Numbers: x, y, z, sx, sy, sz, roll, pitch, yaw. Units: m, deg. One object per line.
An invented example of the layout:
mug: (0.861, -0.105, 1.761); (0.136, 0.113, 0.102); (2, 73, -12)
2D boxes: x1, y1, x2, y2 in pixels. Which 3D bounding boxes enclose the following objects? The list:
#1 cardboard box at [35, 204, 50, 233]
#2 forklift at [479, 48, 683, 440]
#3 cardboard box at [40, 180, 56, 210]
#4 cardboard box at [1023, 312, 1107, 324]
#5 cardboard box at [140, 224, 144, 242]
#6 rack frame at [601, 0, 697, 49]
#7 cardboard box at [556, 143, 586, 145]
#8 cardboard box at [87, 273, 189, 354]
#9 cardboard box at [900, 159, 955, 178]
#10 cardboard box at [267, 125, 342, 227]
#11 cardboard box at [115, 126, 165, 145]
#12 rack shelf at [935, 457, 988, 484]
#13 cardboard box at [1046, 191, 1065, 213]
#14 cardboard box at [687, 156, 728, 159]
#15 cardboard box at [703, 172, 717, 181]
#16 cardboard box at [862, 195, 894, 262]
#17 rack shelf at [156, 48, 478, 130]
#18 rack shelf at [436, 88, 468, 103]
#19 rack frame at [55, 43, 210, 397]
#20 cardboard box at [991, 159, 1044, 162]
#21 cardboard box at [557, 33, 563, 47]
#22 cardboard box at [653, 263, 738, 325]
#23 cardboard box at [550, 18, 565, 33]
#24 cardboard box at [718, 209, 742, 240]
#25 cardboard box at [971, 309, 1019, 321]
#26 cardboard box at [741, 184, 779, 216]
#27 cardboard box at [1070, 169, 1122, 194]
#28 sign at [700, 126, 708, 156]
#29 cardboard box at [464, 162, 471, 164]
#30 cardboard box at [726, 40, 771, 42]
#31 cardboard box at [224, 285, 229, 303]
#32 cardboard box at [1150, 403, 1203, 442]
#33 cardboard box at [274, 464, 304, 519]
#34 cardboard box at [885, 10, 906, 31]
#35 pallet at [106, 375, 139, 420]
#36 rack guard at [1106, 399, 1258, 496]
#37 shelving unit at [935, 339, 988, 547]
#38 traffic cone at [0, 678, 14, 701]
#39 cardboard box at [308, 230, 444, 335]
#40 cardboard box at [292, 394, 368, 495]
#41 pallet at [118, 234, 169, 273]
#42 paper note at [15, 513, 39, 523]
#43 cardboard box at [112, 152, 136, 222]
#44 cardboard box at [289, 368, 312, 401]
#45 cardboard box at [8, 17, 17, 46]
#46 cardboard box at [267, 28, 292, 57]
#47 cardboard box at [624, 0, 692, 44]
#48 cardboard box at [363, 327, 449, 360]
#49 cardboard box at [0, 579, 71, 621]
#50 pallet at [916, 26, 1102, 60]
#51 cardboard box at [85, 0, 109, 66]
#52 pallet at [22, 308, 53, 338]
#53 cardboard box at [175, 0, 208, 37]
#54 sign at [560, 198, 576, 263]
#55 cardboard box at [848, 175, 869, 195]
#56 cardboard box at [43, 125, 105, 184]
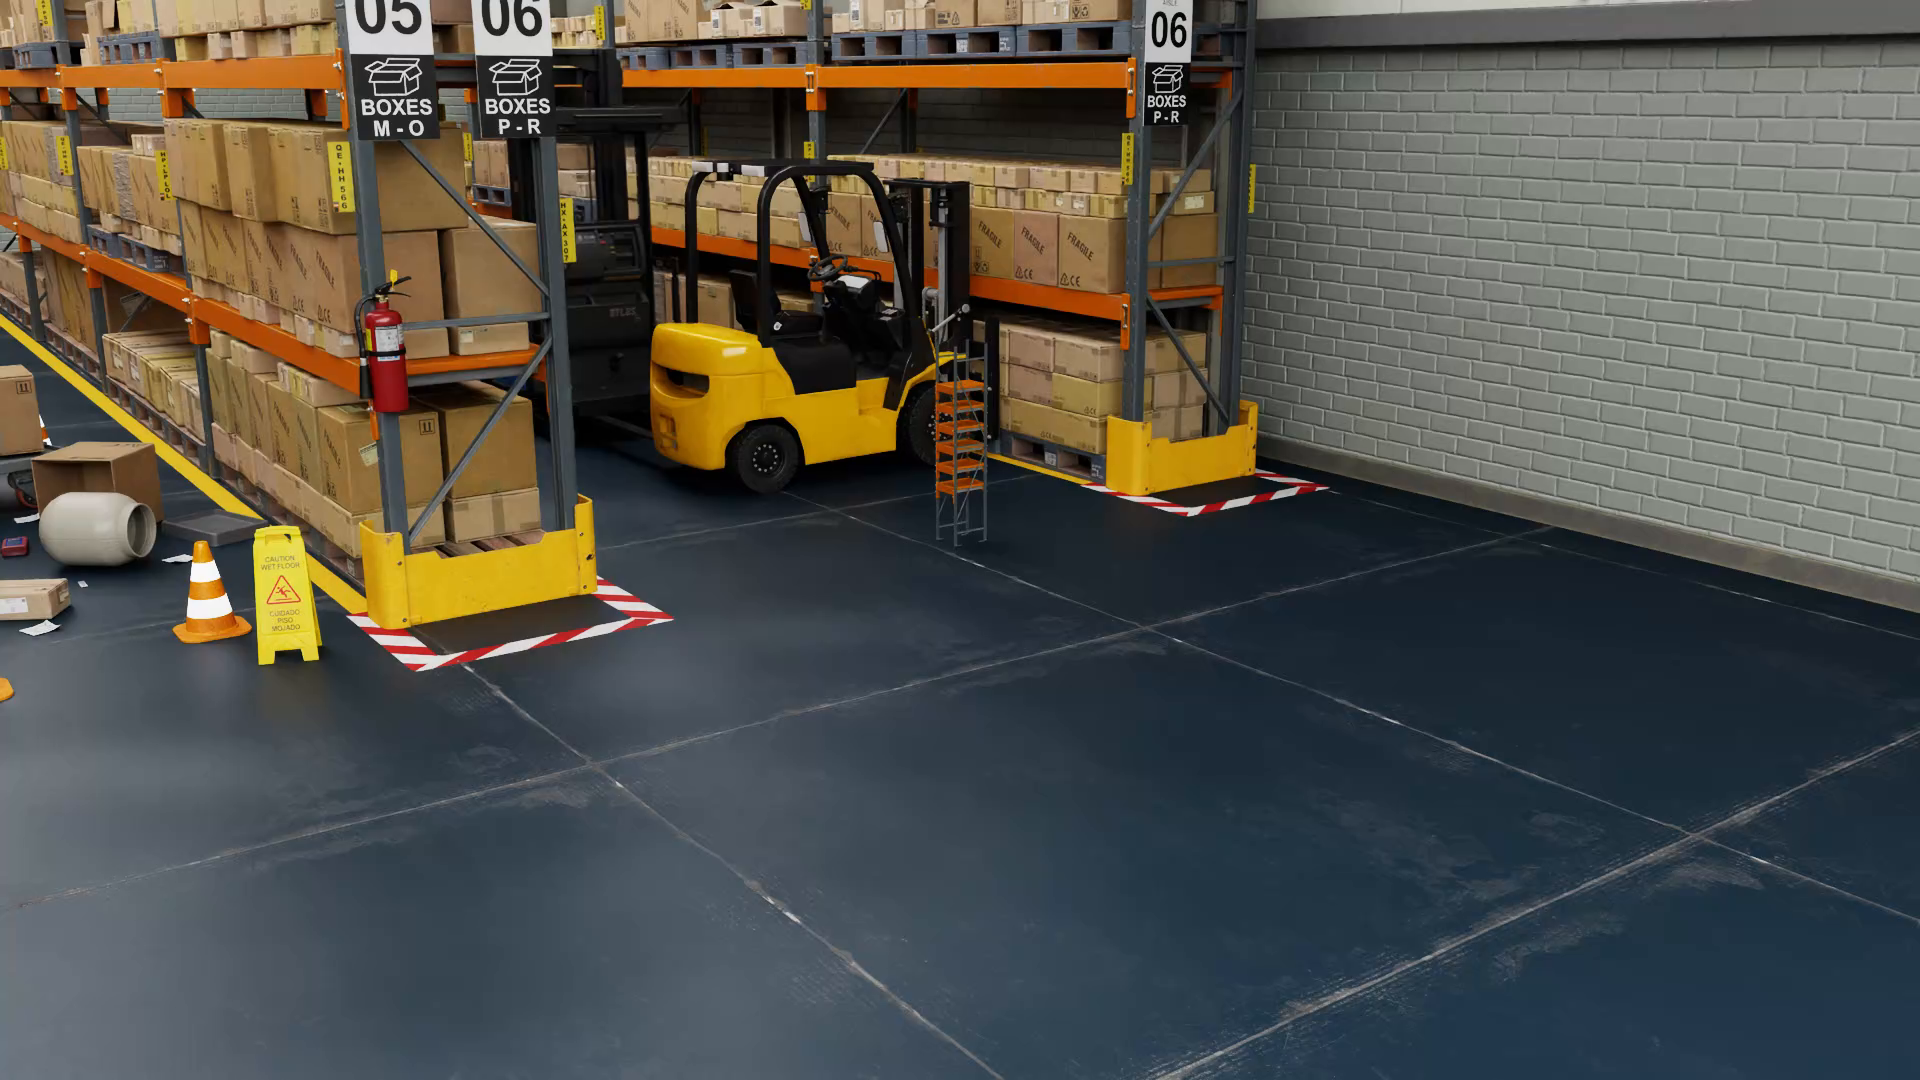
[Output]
cardboard box: (-8.611, -3.122, 16.085); (0.500, 0.250, 0.500); (-11, 19, -35)
forklift: (-2.792, -2.291, 12.896); (1.130, 2.935, 3.031); (-11, 19, -35)
cardboard box: (-8.297, -3.253, 15.618); (0.500, 0.250, 0.500); (-11, 19, -36)
cardboard box: (0.820, -1.574, 12.663); (0.500, 0.250, 0.500); (-11, 19, -35)
cardboard box: (-5.947, -2.320, 12.551); (0.380, 0.149, 0.250); (-11, 19, -35)
rack frame: (-3.172, -6.470, 16.671); (1.000, 3.000, 0.127); (-11, 19, -35)
cardboard box: (-4.654, -4.266, 18.994); (0.700, 0.500, 0.500); (-11, 19, -35)
cardboard box: (-7.524, -2.144, 15.456); (0.875, 0.875, 0.875); (-11, 19, -35)
cardboard box: (-0.246, -2.896, 12.994); (0.380, 0.149, 0.250); (-11, 19, -35)
cardboard box: (-3.249, -1.956, 8.893); (0.700, 0.500, 0.500); (-11, 19, -34)
cardboard box: (-7.277, -3.479, 15.023); (0.500, 0.500, 0.500); (-12, 19, -36)
rack shelf: (0.009, -0.417, 9.950); (0.258, 0.103, 0.180); (-11, 19, -35)
cardboard box: (0.824, -2.375, 11.654); (0.380, 0.149, 0.250); (-10, 18, -34)
cardboard box: (-2.573, -3.861, 17.084); (0.380, 0.149, 0.250); (-10, 18, -33)
cardboard box: (-2.194, -3.435, 15.527); (0.380, 0.149, 0.250); (-11, 19, -36)
cardboard box: (-0.451, -2.527, 13.438); (0.500, 0.500, 0.500); (-10, 18, -34)
rack shelf: (-3.657, -2.624, 9.663); (1.077, 0.370, 4.000); (-11, 19, -35)
rack shelf: (-6.700, -5.958, 21.843); (1.077, 0.370, 4.000); (-11, 19, -35)
rack frame: (-7.185, -2.806, 14.645); (1.000, 3.000, 0.127); (-11, 19, -35)
cardboard box: (0.463, -2.869, 12.893); (0.380, 0.149, 0.250); (-10, 18, -33)
cardboard box: (-4.133, -5.408, 17.999); (0.380, 0.149, 0.250); (-11, 19, -34)
cardboard box: (-2.816, -2.499, 17.226); (0.875, 0.625, 0.625); (-10, 18, -33)
cardboard box: (-4.226, -5.538, 17.912); (0.380, 0.149, 0.250); (-11, 19, -36)
cardboard box: (-1.895, -2.935, 15.400); (0.500, 0.250, 0.500); (-11, 19, -34)
cardboard box: (0.107, -1.601, 12.762); (0.500, 0.250, 0.500); (-11, 19, -36)
cardboard box: (-1.624, -3.065, 14.931); (0.500, 0.250, 0.500); (-11, 19, -36)
cardboard box: (0.981, -2.465, 11.418); (0.380, 0.149, 0.250); (-11, 19, -34)
sign: (-2.725, -4.222, 17.627); (0.100, 0.325, 0.005); (-11, 19, -35)
cardboard box: (-6.327, -4.678, 21.205); (0.500, 0.250, 0.500); (-11, 19, -34)
cardboard box: (-2.030, -4.844, 15.869); (0.380, 0.166, 0.250); (-11, 19, -35)
cardboard box: (-4.536, -1.615, 10.772); (0.380, 0.149, 0.250); (-11, 19, -35)
cardboard box: (1.401, -0.880, 12.023); (0.500, 0.250, 0.500); (-11, 19, -34)
cardboard box: (-3.784, -0.327, 10.003); (0.500, 0.250, 0.500); (-12, 19, -37)
cardboard box: (-0.350, -3.992, 12.789); (0.380, 0.149, 0.250); (-10, 18, -33)
pallet: (-6.726, -1.294, 14.402); (1.003, 0.211, 1.213); (-11, 19, -35)
rack guard: (1.546, -0.658, 11.532); (1.175, 0.500, 0.348); (-11, 19, -35)
shelving unit: (0.009, -0.576, 9.906); (0.258, 1.200, 0.189); (-11, 19, -35)
traffic cone: (-4.475, 0.480, 7.447); (0.336, 0.463, 0.334); (-11, 19, -35)
cardboard box: (-3.023, -1.362, 8.618); (0.500, 0.500, 0.500); (-11, 19, -36)
cardboard box: (-3.473, -0.577, 9.494); (0.500, 0.500, 0.500); (-10, 18, -33)
pallet: (-5.988, -2.297, 13.149); (1.003, 0.211, 1.213); (-11, 19, -35)
paper note: (-5.901, -0.141, 10.535); (0.148, 0.019, 0.142); (-11, 19, -35)
cardboard box: (-6.190, -2.737, 12.847); (0.500, 0.500, 0.500); (-12, 19, -37)
cardboard box: (-3.578, -0.901, 9.450); (0.380, 0.149, 0.250); (-10, 18, -34)
cardboard box: (-8.746, -4.800, 15.708); (0.396, 0.266, 0.258); (-9, 18, -30)
cardboard box: (-3.498, -2.676, 8.965); (0.380, 0.149, 0.250); (-11, 19, -35)
cardboard box: (-2.943, -5.130, 16.282); (0.500, 0.500, 0.500); (-11, 19, -34)
cardboard box: (-2.874, -1.023, 8.607); (0.380, 0.149, 0.250); (-10, 18, -33)
cardboard box: (-4.885, 0.312, 8.656); (0.380, 0.149, 0.250); (-2, 15, -6)
pallet: (0.416, -3.688, 12.356); (1.003, 0.211, 1.213); (-11, 19, -35)
cardboard box: (-6.636, -4.097, 13.491); (0.700, 0.500, 0.500); (-11, 19, -35)
pallet: (-9.920, -2.489, 18.771); (1.003, 0.211, 1.213); (-11, 19, -35)
cardboard box: (-4.485, -3.224, 10.213); (0.500, 0.250, 0.500); (-11, 19, -35)
sign: (-2.042, -1.599, 8.597); (0.100, 0.325, 0.005); (-11, 19, -35)
cardboard box: (-0.692, -2.920, 13.644); (0.380, 0.149, 0.250); (-10, 18, -33)
cardboard box: (-8.009, -3.514, 15.150); (0.500, 0.500, 0.500); (-10, 18, -34)
